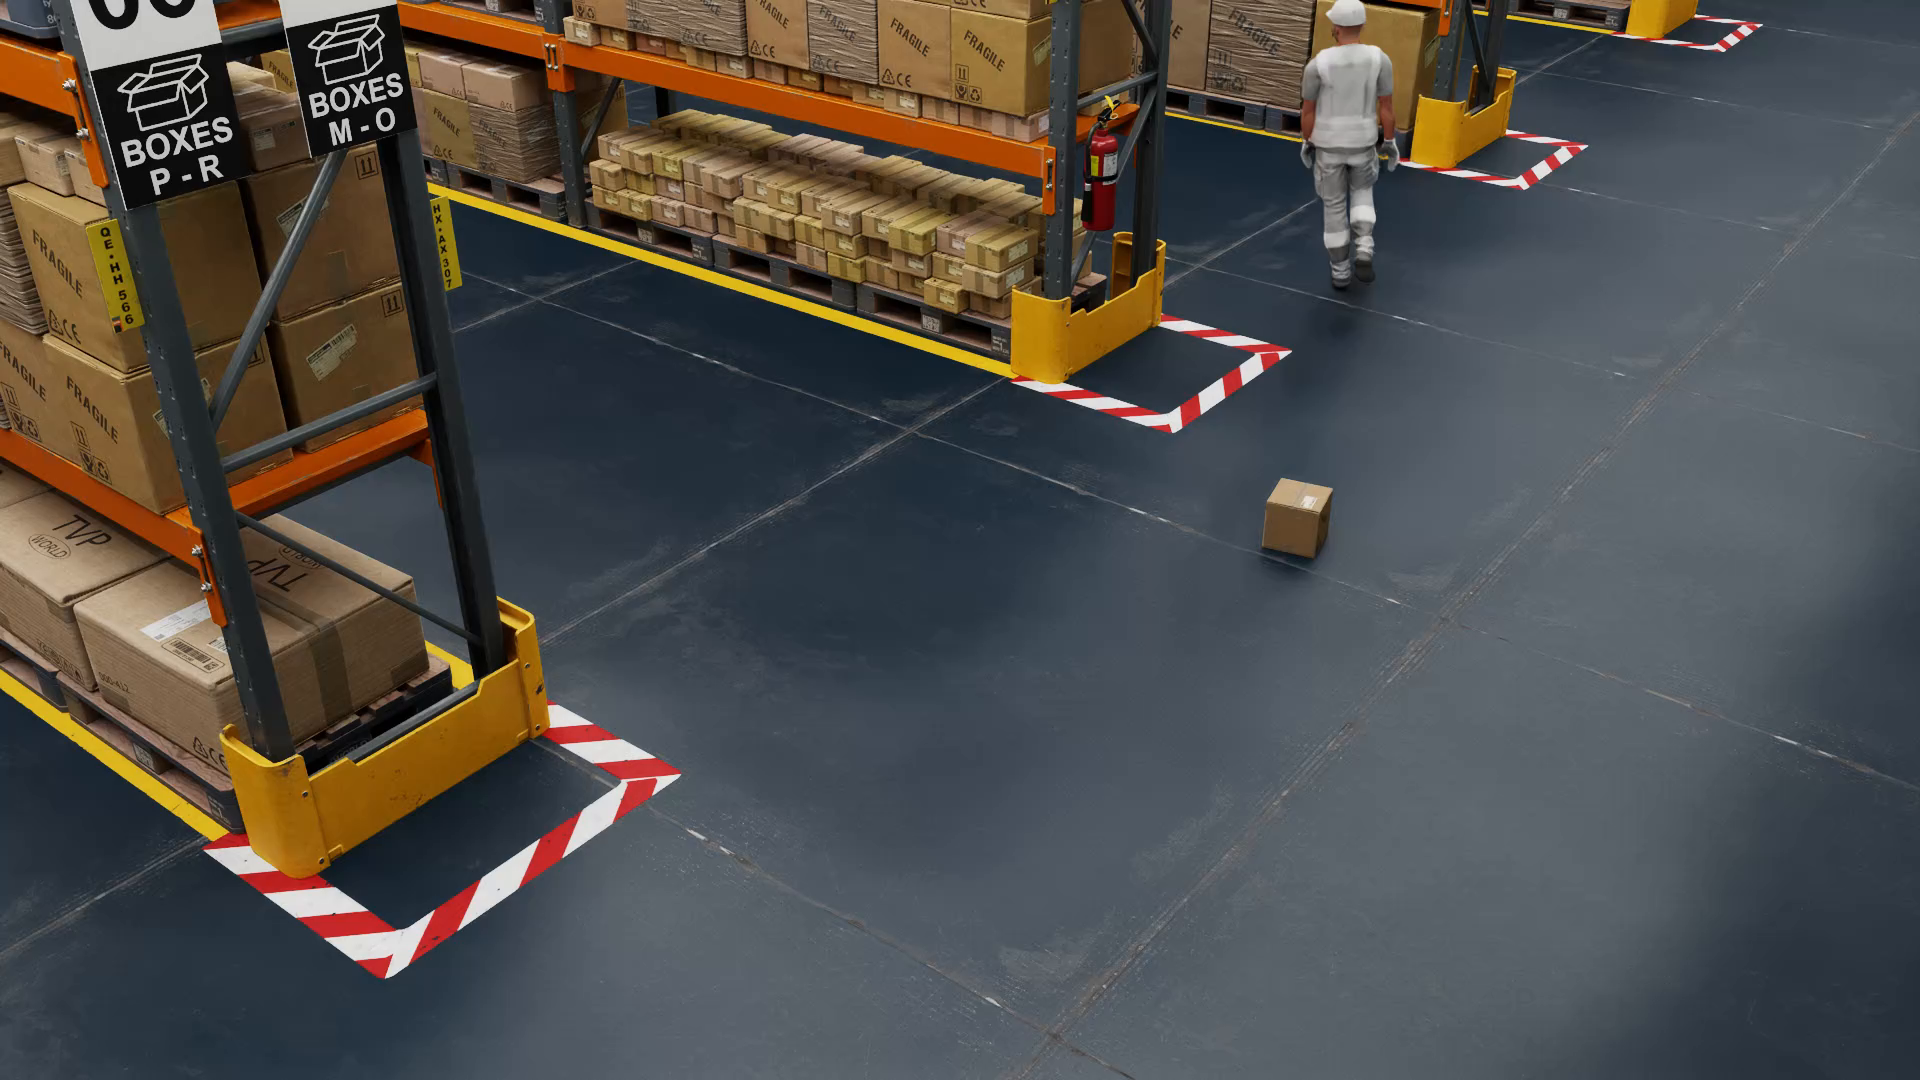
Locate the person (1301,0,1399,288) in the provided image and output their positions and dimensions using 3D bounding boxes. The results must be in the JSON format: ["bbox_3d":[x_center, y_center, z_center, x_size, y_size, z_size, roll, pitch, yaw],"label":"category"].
[{"bbox_3d":[2.359,-2.428,10.168,0.625,1.773,0.451,2,31,4],"label":"person"}]
